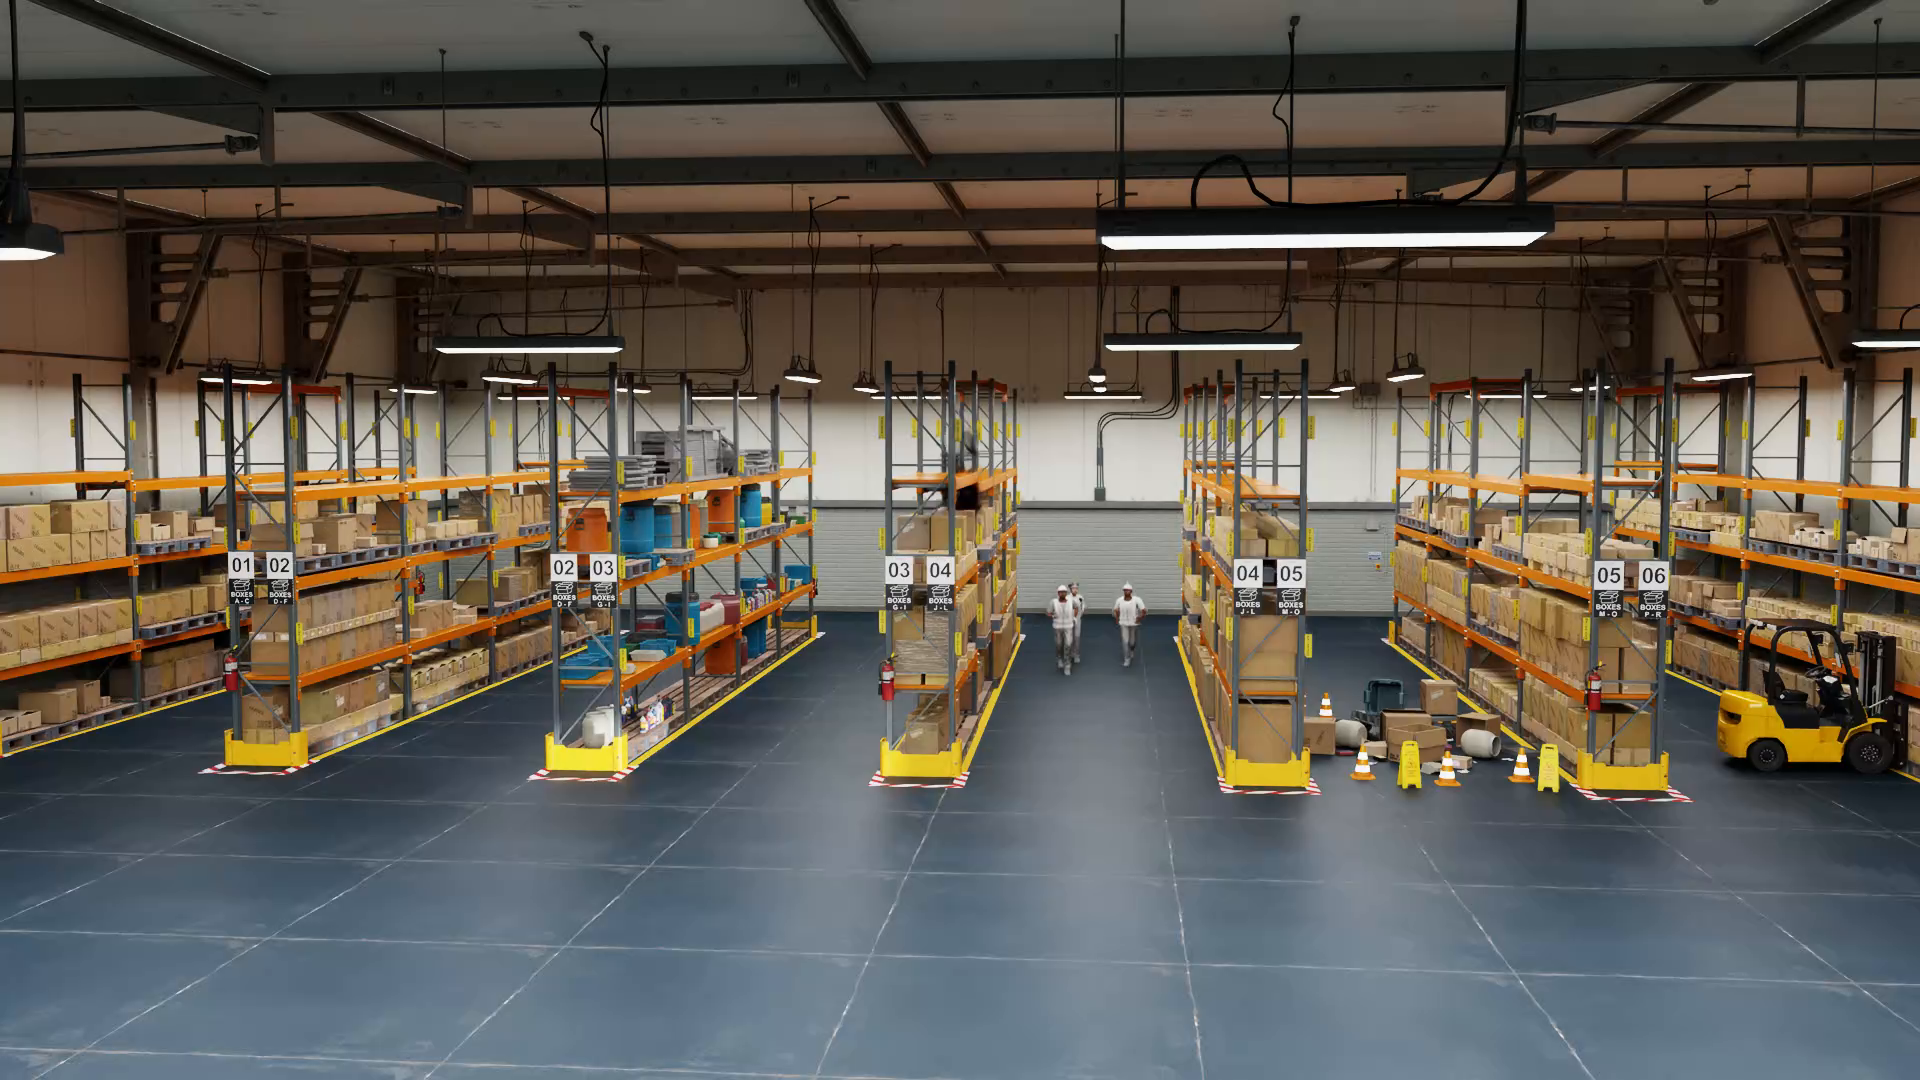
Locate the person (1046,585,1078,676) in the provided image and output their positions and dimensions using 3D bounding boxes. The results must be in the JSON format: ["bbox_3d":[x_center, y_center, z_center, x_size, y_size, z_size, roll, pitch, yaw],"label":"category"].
[{"bbox_3d":[2.115,1.842,34.319,0.672,1.819,0.893,0,4,1],"label":"person"}]

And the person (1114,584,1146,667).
[{"bbox_3d":[3.614,1.809,35.533,0.693,1.743,0.669,1,4,14],"label":"person"}]

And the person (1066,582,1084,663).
[{"bbox_3d":[2.442,1.783,36.253,0.583,1.745,0.793,0,4,-3],"label":"person"}]
